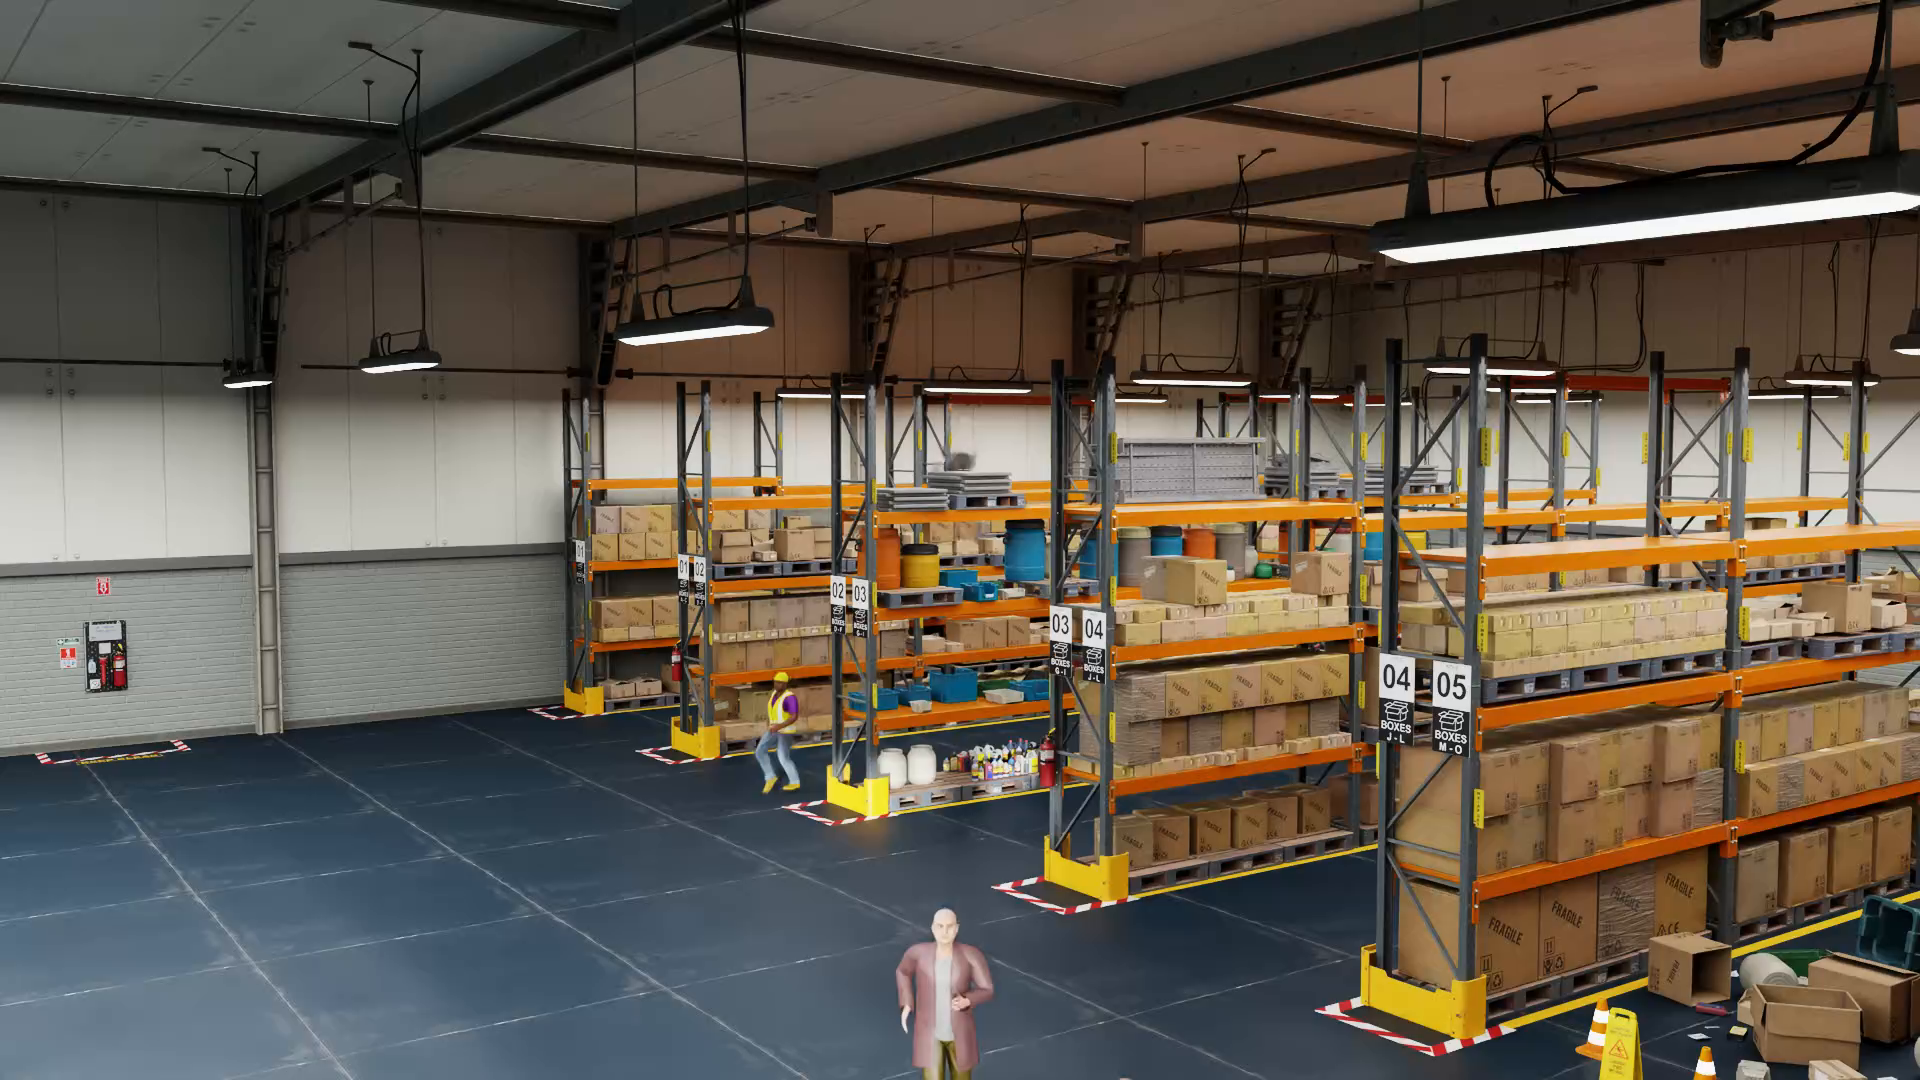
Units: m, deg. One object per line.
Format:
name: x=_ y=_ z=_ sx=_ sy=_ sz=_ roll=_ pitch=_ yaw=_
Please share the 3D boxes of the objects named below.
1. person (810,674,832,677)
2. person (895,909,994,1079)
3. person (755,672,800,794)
person: x=-2.507 y=2.365 z=30.627 sx=0.543 sy=1.720 sz=0.723 roll=3 pitch=5 yaw=43
person: x=-0.112 y=3.505 z=11.868 sx=0.714 sy=1.754 sz=1.028 roll=0 pitch=4 yaw=0
person: x=-2.584 y=2.766 z=23.862 sx=0.674 sy=1.772 sz=0.714 roll=-3 pitch=5 yaw=-41
